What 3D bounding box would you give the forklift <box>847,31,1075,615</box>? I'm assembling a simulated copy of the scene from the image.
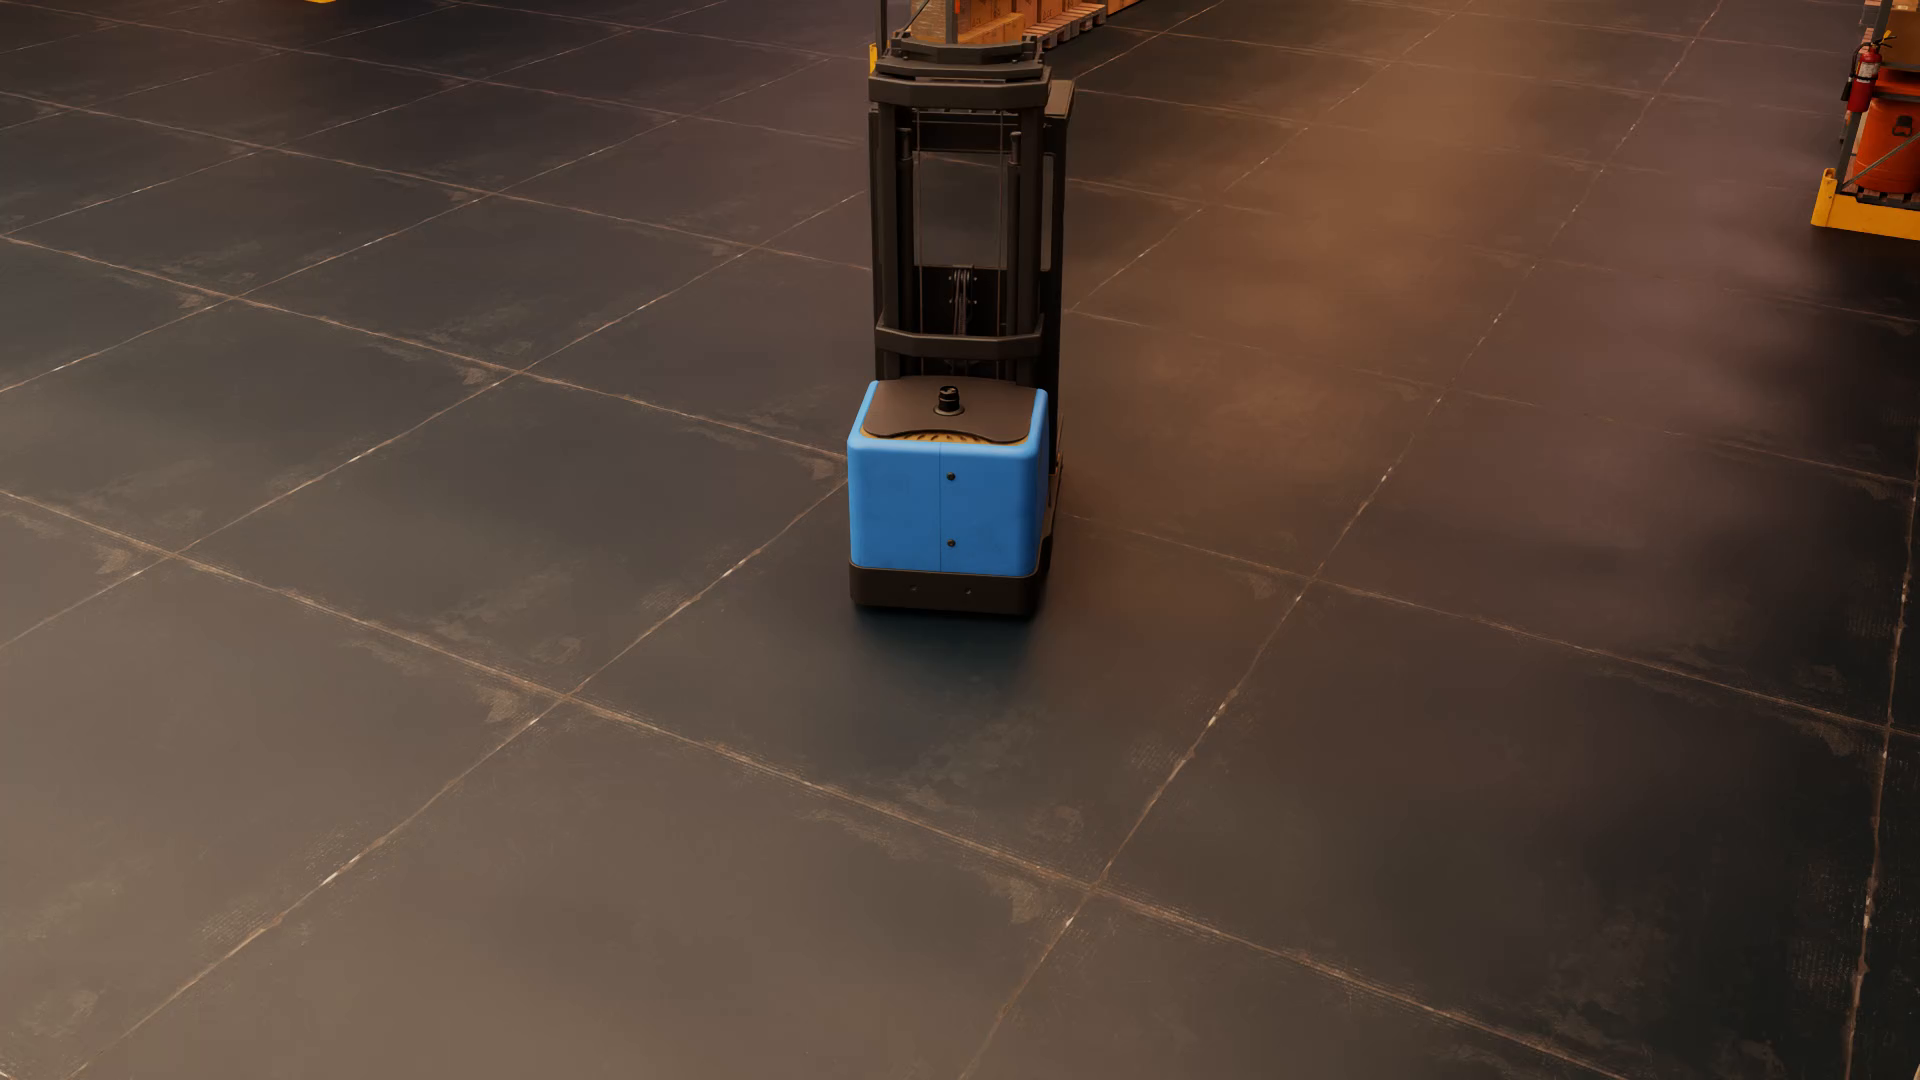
[{"bbox_3d":[0.072,-1.572,9.794,1.130,2.935,3.031,3,30,6],"label":"forklift"}]
